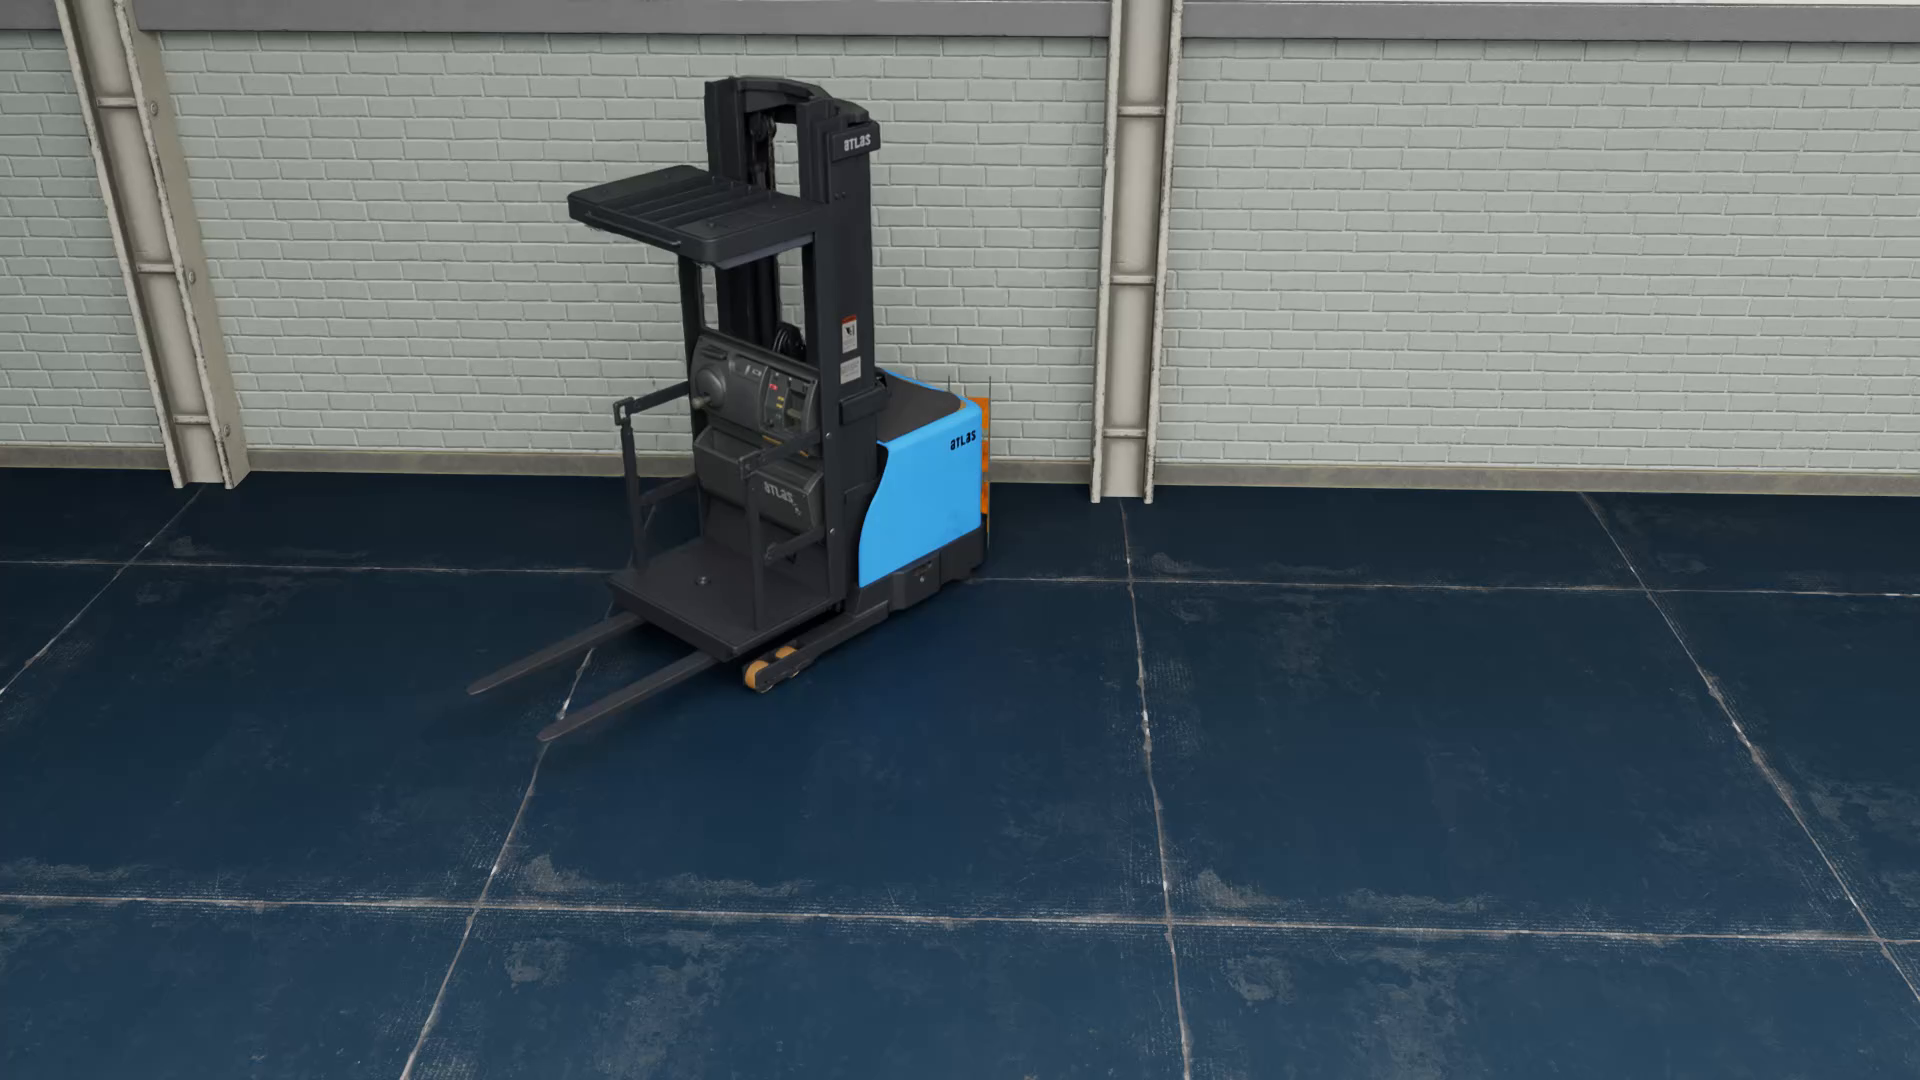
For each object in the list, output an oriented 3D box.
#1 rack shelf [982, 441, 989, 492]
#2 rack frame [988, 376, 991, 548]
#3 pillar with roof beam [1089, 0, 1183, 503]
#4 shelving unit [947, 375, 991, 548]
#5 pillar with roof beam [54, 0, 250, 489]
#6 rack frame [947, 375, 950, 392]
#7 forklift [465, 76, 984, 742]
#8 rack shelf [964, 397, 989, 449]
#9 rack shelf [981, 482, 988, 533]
[{"bbox_3d":[0.053,-0.454,10.007,0.240,0.259,0.215,1,28,2],"label":"rack shelf"},{"bbox_3d":[0.175,-0.461,9.999,0.008,1.050,0.200,1,28,2],"label":"rack frame"},{"bbox_3d":[0.895,-2.272,4.929,0.400,9.000,9.100,1,28,2],"label":"pillar with roof beam"},{"bbox_3d":[0.053,-0.463,10.002,0.252,1.050,0.215,1,28,2],"label":"shelving unit"},{"bbox_3d":[-5.101,-2.372,5.116,0.400,9.000,9.100,1,28,2],"label":"pillar with roof beam"},{"bbox_3d":[-0.068,-0.465,10.006,0.008,1.050,0.200,1,28,2],"label":"rack frame"},{"bbox_3d":[-1.223,-0.762,8.559,1.130,2.935,3.031,23,36,36],"label":"forklift"},{"bbox_3d":[0.053,-0.704,9.874,0.240,0.259,0.215,1,28,2],"label":"rack shelf"},{"bbox_3d":[0.053,-0.208,10.138,0.240,0.259,0.215,1,28,2],"label":"rack shelf"}]
